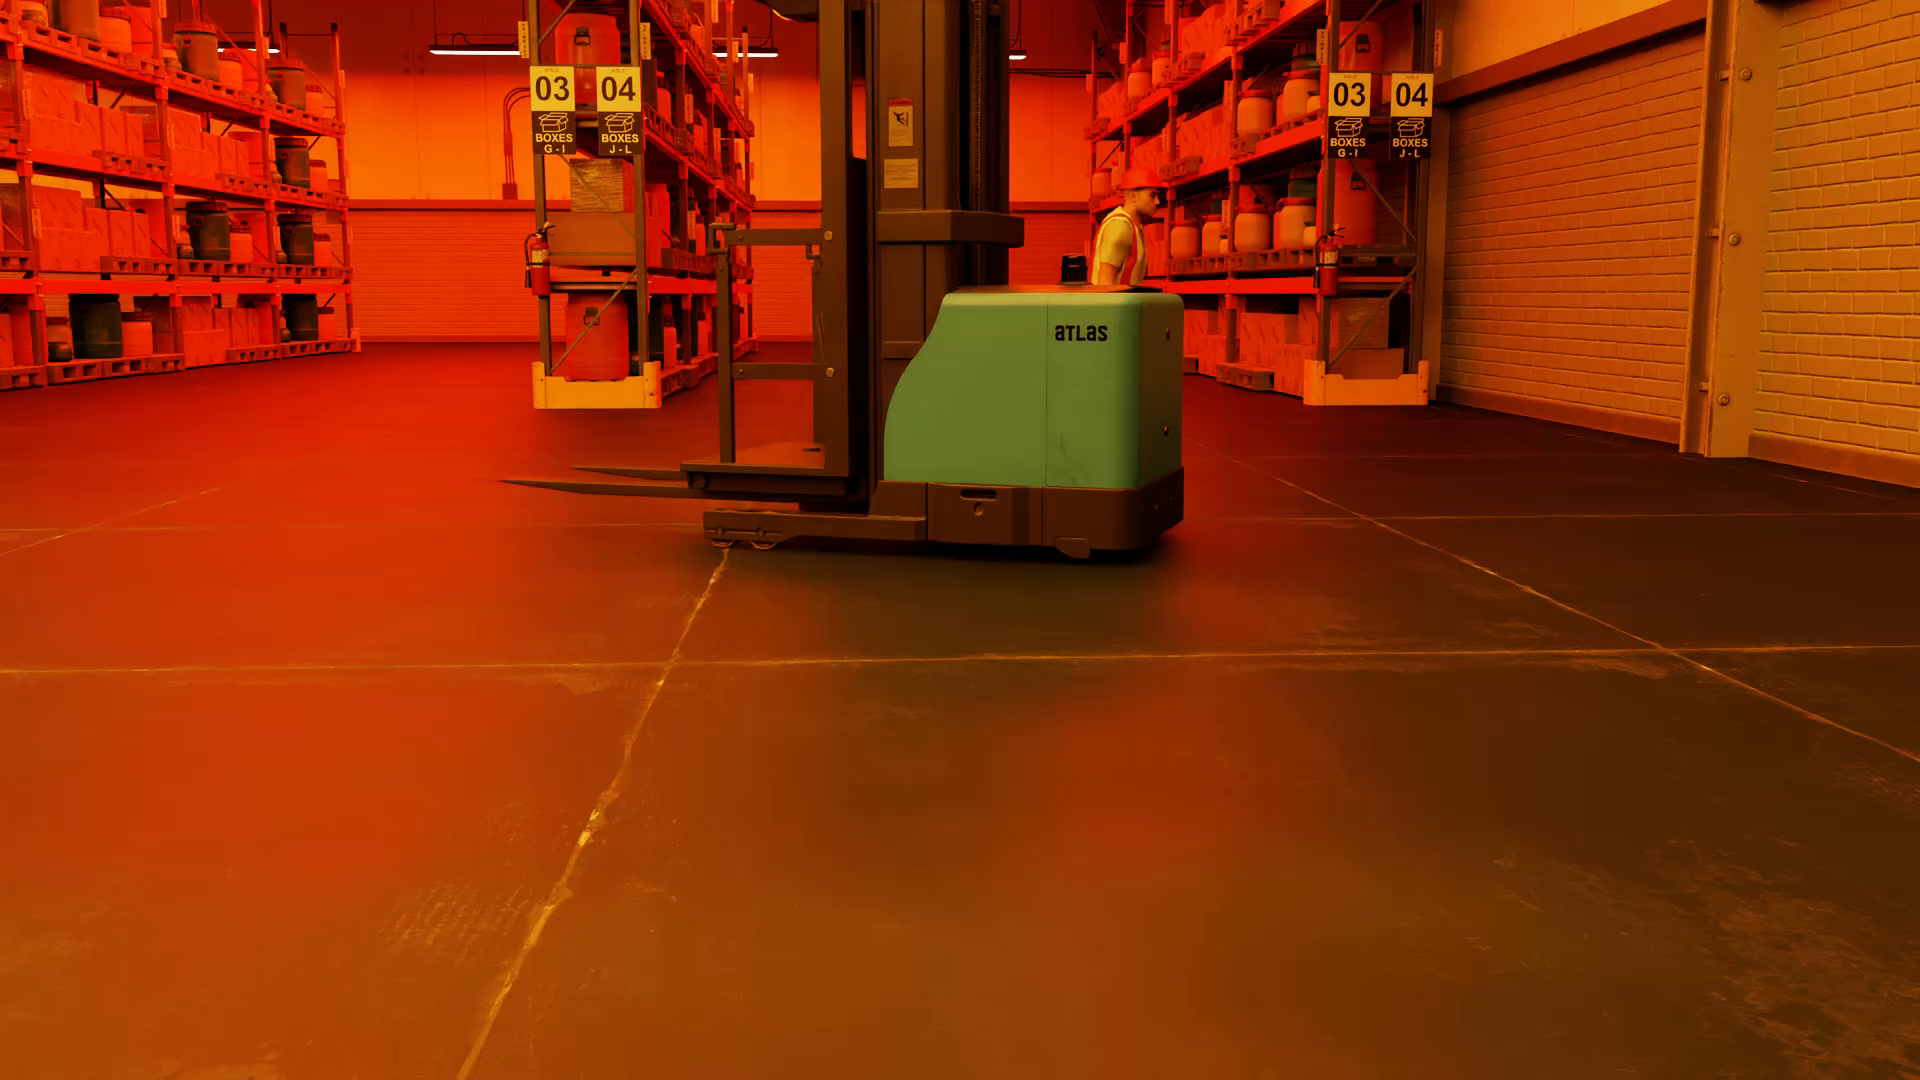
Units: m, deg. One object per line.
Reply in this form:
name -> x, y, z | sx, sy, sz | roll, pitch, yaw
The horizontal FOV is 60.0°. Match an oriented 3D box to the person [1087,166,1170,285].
person -> 0.945, -1.208, 9.404 | 0.451, 1.777, 0.618 | 3, 9, 20

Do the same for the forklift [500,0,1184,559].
forklift -> -0.578, -1.479, 7.289 | 3.031, 2.935, 1.130 | 3, 9, 19
